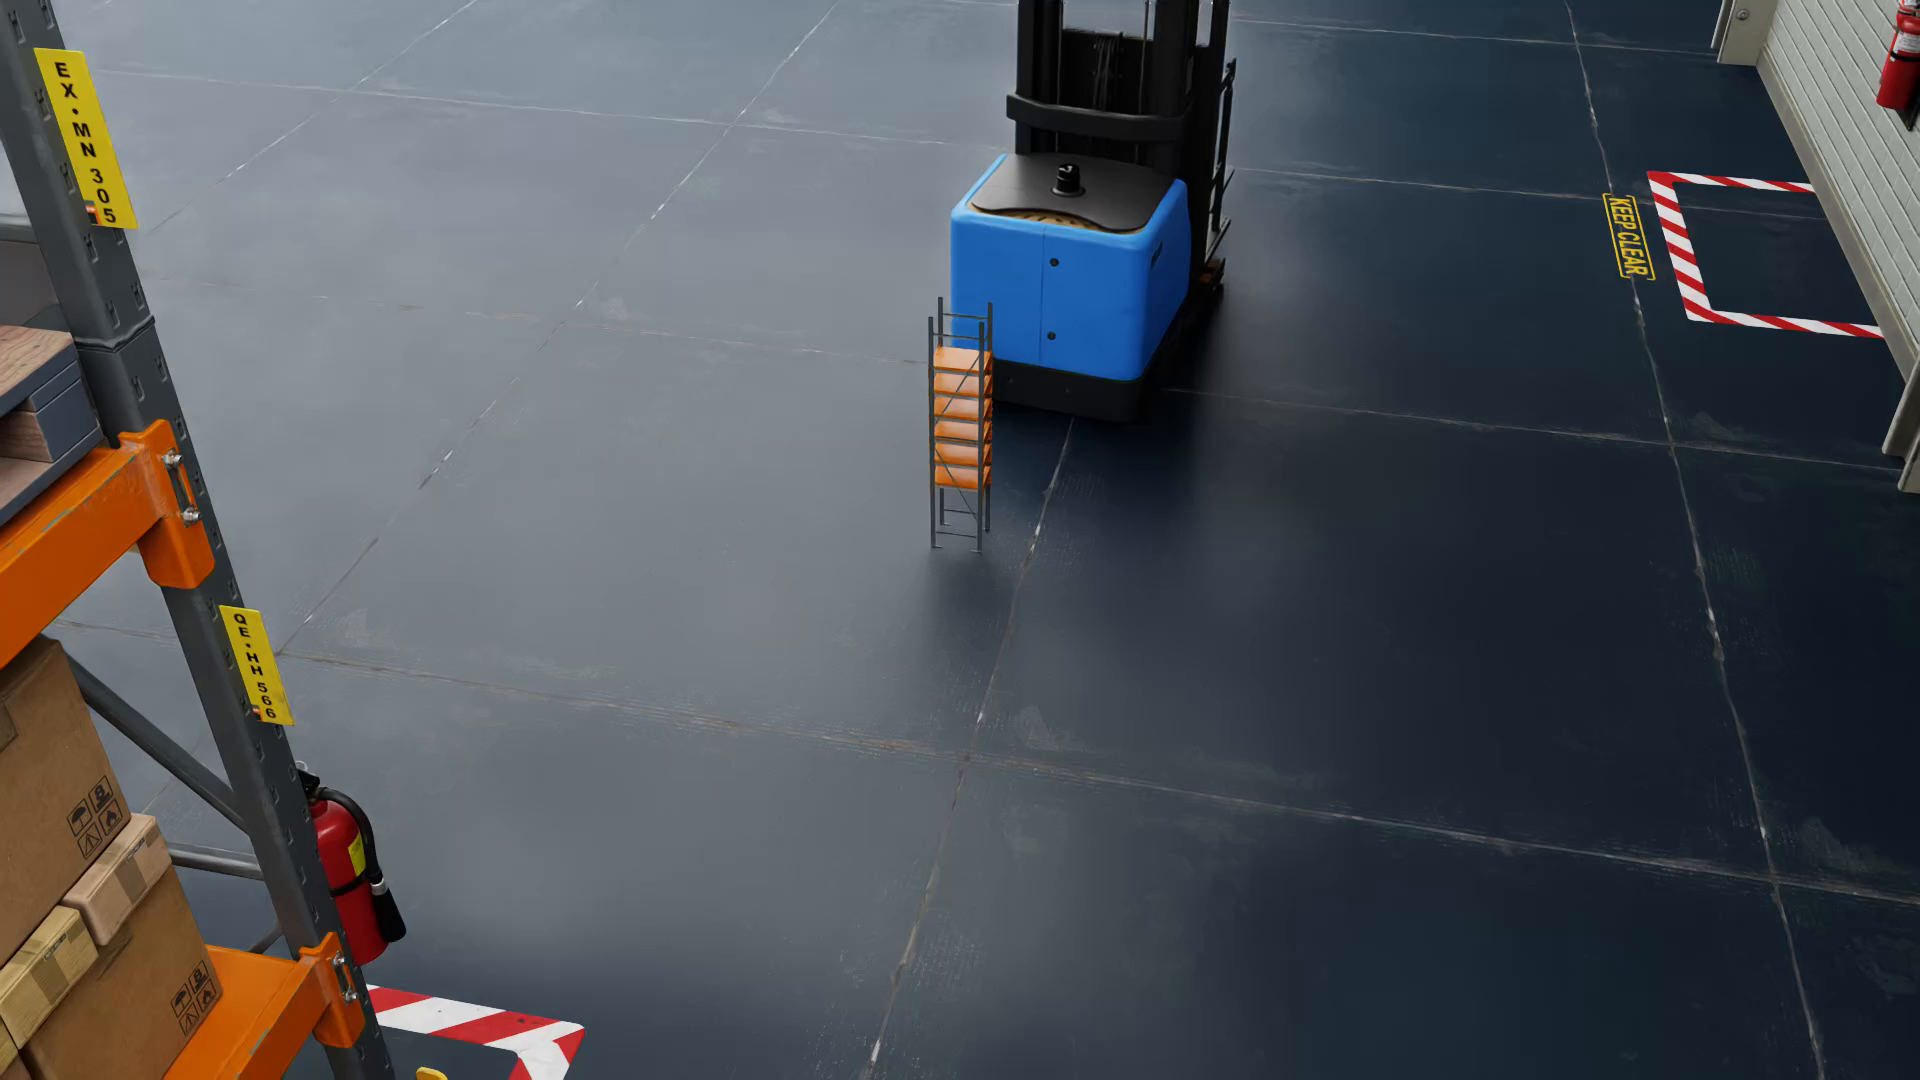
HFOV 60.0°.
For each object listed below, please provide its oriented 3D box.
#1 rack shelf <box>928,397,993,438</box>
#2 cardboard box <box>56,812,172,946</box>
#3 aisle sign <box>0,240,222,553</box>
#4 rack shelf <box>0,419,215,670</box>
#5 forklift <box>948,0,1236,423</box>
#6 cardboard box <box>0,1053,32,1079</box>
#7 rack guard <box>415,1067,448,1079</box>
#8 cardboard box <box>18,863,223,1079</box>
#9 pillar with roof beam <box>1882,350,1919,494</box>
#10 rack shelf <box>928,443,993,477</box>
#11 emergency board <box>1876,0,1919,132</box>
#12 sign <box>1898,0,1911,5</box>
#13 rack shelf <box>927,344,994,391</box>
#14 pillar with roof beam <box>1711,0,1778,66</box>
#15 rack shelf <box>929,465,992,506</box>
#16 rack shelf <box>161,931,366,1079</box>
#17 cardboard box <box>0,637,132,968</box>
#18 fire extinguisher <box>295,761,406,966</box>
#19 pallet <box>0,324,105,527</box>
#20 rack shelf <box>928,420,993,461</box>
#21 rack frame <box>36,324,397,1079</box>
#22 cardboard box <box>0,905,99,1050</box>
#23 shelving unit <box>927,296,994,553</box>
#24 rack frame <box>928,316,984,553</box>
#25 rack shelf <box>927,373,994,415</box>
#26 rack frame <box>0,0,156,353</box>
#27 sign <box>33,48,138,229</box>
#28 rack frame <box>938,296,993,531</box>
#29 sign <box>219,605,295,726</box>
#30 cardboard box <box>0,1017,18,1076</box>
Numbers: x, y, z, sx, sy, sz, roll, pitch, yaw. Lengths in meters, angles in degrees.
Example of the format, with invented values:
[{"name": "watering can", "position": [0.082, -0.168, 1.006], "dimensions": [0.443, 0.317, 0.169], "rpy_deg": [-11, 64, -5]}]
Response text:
[{"name": "rack shelf", "position": [0.003, -0.555, 7.365], "dimensions": [0.258, 0.103, 0.180], "rpy_deg": [7, 37, 10]}, {"name": "cardboard box", "position": [-1.956, 0.705, 3.583], "dimensions": [0.380, 0.149, 0.250], "rpy_deg": [7, 36, 9]}, {"name": "aisle sign", "position": [-1.759, -0.288, 3.376], "dimensions": [0.394, 0.787, 0.004], "rpy_deg": [7, 37, 10]}, {"name": "rack shelf", "position": [-2.487, 0.989, 1.887], "dimensions": [1.077, 0.370, 4.000], "rpy_deg": [7, 37, 10]}, {"name": "forklift", "position": [0.921, -2.643, 8.899], "dimensions": [1.130, 2.935, 3.031], "rpy_deg": [12, 38, 16]}, {"name": "cardboard box", "position": [-2.280, 1.293, 3.325], "dimensions": [0.700, 0.500, 0.500], "rpy_deg": [8, 37, 11]}, {"name": "rack guard", "position": [-2.055, 1.764, 4.890], "dimensions": [1.175, 0.500, 0.348], "rpy_deg": [7, 37, 10]}, {"name": "cardboard box", "position": [-2.172, 0.991, 3.741], "dimensions": [0.700, 0.500, 0.500], "rpy_deg": [7, 37, 10]}, {"name": "pillar with roof beam", "position": [0.552, -4.515, 6.311], "dimensions": [9.100, 9.000, 0.400], "rpy_deg": [7, 37, 10]}, {"name": "rack shelf", "position": [0.003, -0.361, 7.506], "dimensions": [0.258, 0.103, 0.180], "rpy_deg": [7, 37, 10]}, {"name": "emergency board", "position": [5.322, -2.958, 9.275], "dimensions": [0.194, 1.169, 0.643], "rpy_deg": [7, 37, 10]}, {"name": "sign", "position": [5.541, -3.276, 9.684], "dimensions": [0.001, 0.329, 0.234], "rpy_deg": [7, 37, 10]}, {"name": "rack shelf", "position": [0.003, -0.750, 7.224], "dimensions": [0.258, 0.103, 0.180], "rpy_deg": [7, 37, 10]}, {"name": "pillar with roof beam", "position": [1.833, -7.954, 11.057], "dimensions": [9.100, 9.000, 0.400], "rpy_deg": [7, 37, 10]}, {"name": "rack shelf", "position": [0.003, -0.264, 7.576], "dimensions": [0.258, 0.103, 0.180], "rpy_deg": [7, 37, 10]}, {"name": "rack shelf", "position": [-2.487, 2.203, 2.767], "dimensions": [1.077, 0.370, 4.000], "rpy_deg": [7, 37, 10]}, {"name": "cardboard box", "position": [-2.184, 0.496, 3.319], "dimensions": [0.700, 0.500, 0.500], "rpy_deg": [7, 37, 10]}, {"name": "fire extinguisher", "position": [-1.581, 0.787, 4.174], "dimensions": [0.296, 0.674, 0.183], "rpy_deg": [7, 37, 10]}, {"name": "pallet", "position": [-2.236, -0.011, 2.729], "dimensions": [1.003, 0.211, 1.213], "rpy_deg": [7, 37, 10]}, {"name": "rack shelf", "position": [0.003, -0.458, 7.435], "dimensions": [0.258, 0.103, 0.180], "rpy_deg": [7, 37, 10]}, {"name": "rack frame", "position": [-2.060, 0.765, 4.138], "dimensions": [1.000, 3.000, 0.127], "rpy_deg": [7, 37, 10]}, {"name": "cardboard box", "position": [-2.010, 0.855, 3.376], "dimensions": [0.380, 0.149, 0.250], "rpy_deg": [8, 37, 11]}, {"name": "shelving unit", "position": [0.003, -0.494, 7.409], "dimensions": [0.258, 1.200, 0.189], "rpy_deg": [7, 37, 10]}, {"name": "rack frame", "position": [-0.016, -0.442, 7.337], "dimensions": [0.240, 1.200, 0.006], "rpy_deg": [7, 37, 10]}, {"name": "rack shelf", "position": [0.003, -0.652, 7.295], "dimensions": [0.258, 0.103, 0.180], "rpy_deg": [7, 37, 10]}, {"name": "rack frame", "position": [-2.060, -1.664, 2.377], "dimensions": [1.000, 3.000, 0.127], "rpy_deg": [7, 37, 10]}, {"name": "sign", "position": [-1.533, -0.700, 2.916], "dimensions": [0.100, 0.325, 0.005], "rpy_deg": [7, 37, 10]}, {"name": "rack frame", "position": [0.023, -0.547, 7.482], "dimensions": [0.240, 1.200, 0.006], "rpy_deg": [7, 37, 10]}, {"name": "sign", "position": [-1.533, 0.277, 3.624], "dimensions": [0.100, 0.325, 0.005], "rpy_deg": [7, 37, 10]}, {"name": "cardboard box", "position": [-2.065, 1.002, 3.173], "dimensions": [0.380, 0.149, 0.250], "rpy_deg": [7, 36, 9]}]
